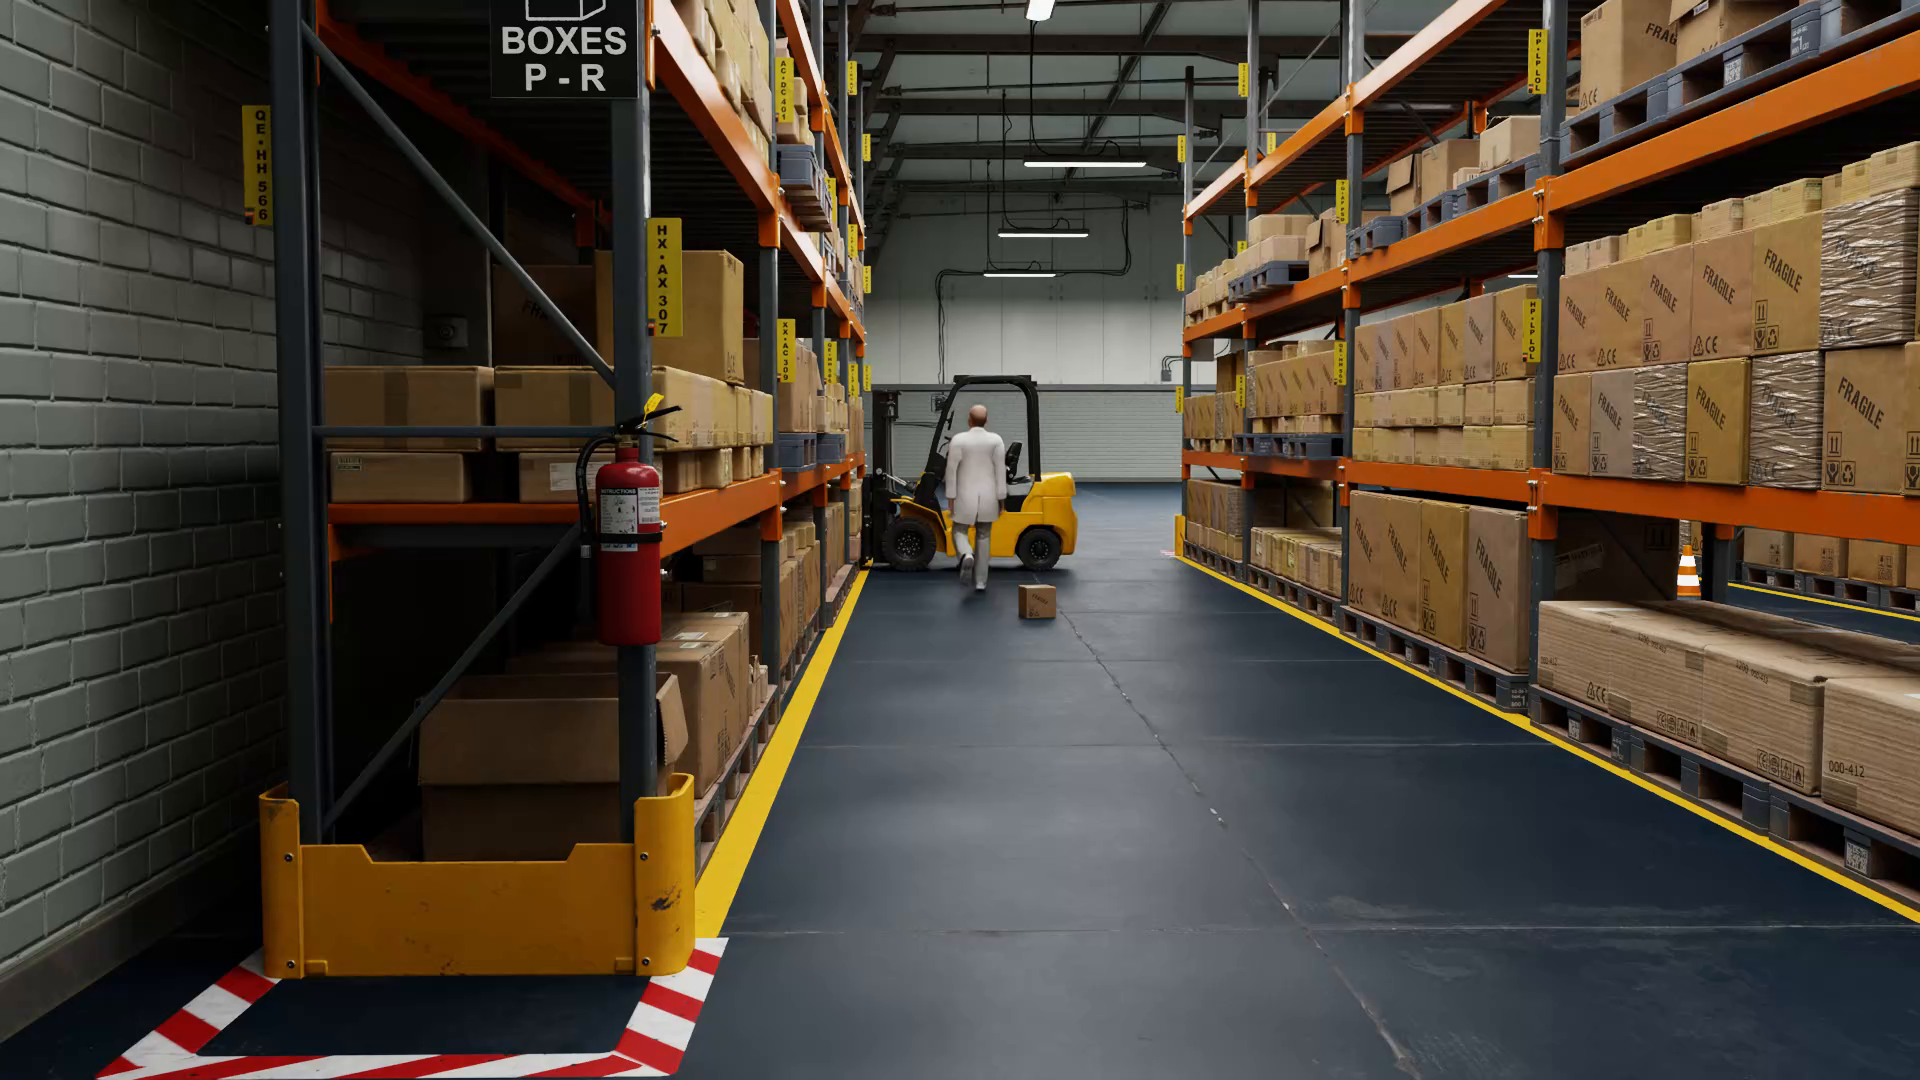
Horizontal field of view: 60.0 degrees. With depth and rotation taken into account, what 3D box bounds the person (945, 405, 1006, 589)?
[{"bbox_3d":[0.150,-0.403,15.793,0.594,1.757,0.717,0,4,-5],"label":"person"}]
